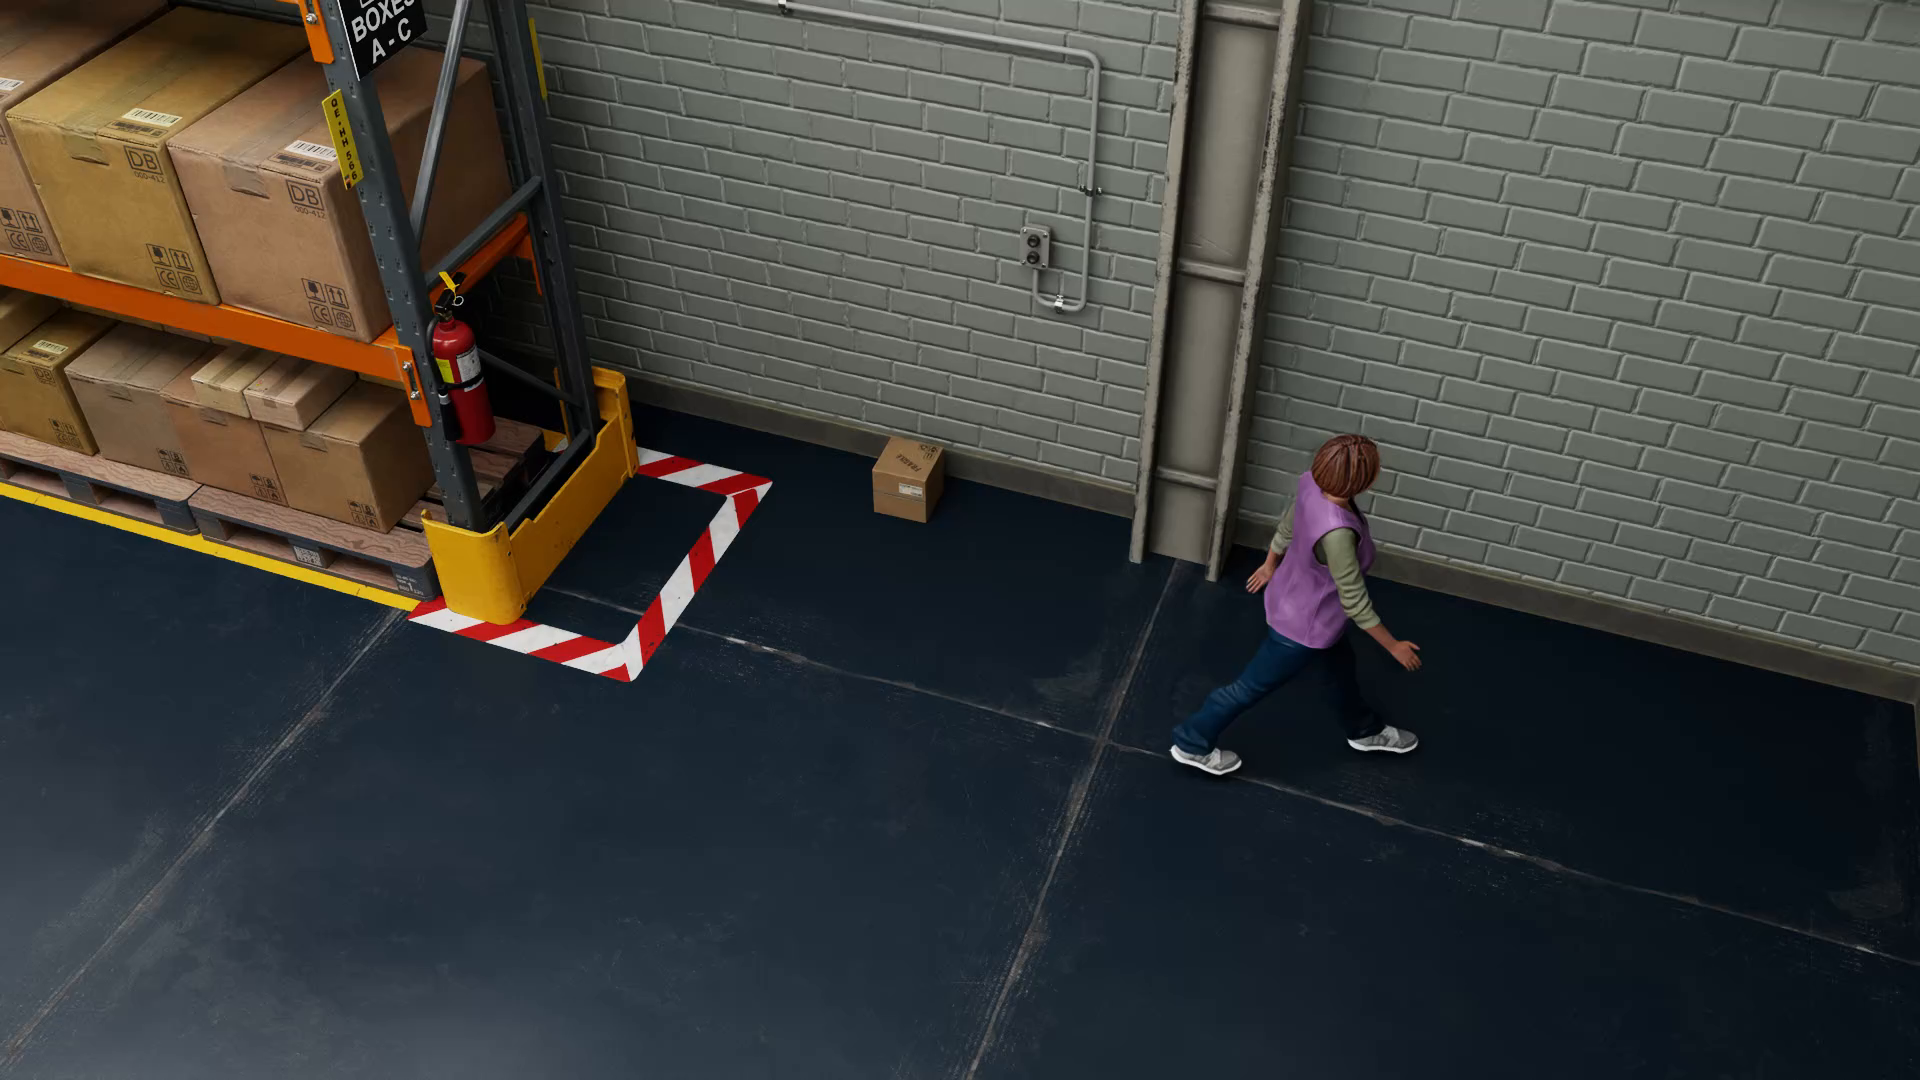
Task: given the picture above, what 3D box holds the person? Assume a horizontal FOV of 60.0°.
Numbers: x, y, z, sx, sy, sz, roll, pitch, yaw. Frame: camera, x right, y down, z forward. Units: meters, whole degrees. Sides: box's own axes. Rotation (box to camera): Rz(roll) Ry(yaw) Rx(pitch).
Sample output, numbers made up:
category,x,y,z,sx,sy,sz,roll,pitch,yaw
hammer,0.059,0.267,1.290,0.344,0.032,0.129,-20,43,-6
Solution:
category,x,y,z,sx,sy,sz,roll,pitch,yaw
person,1.283,0.253,5.865,0.961,1.542,0.512,2,42,2
